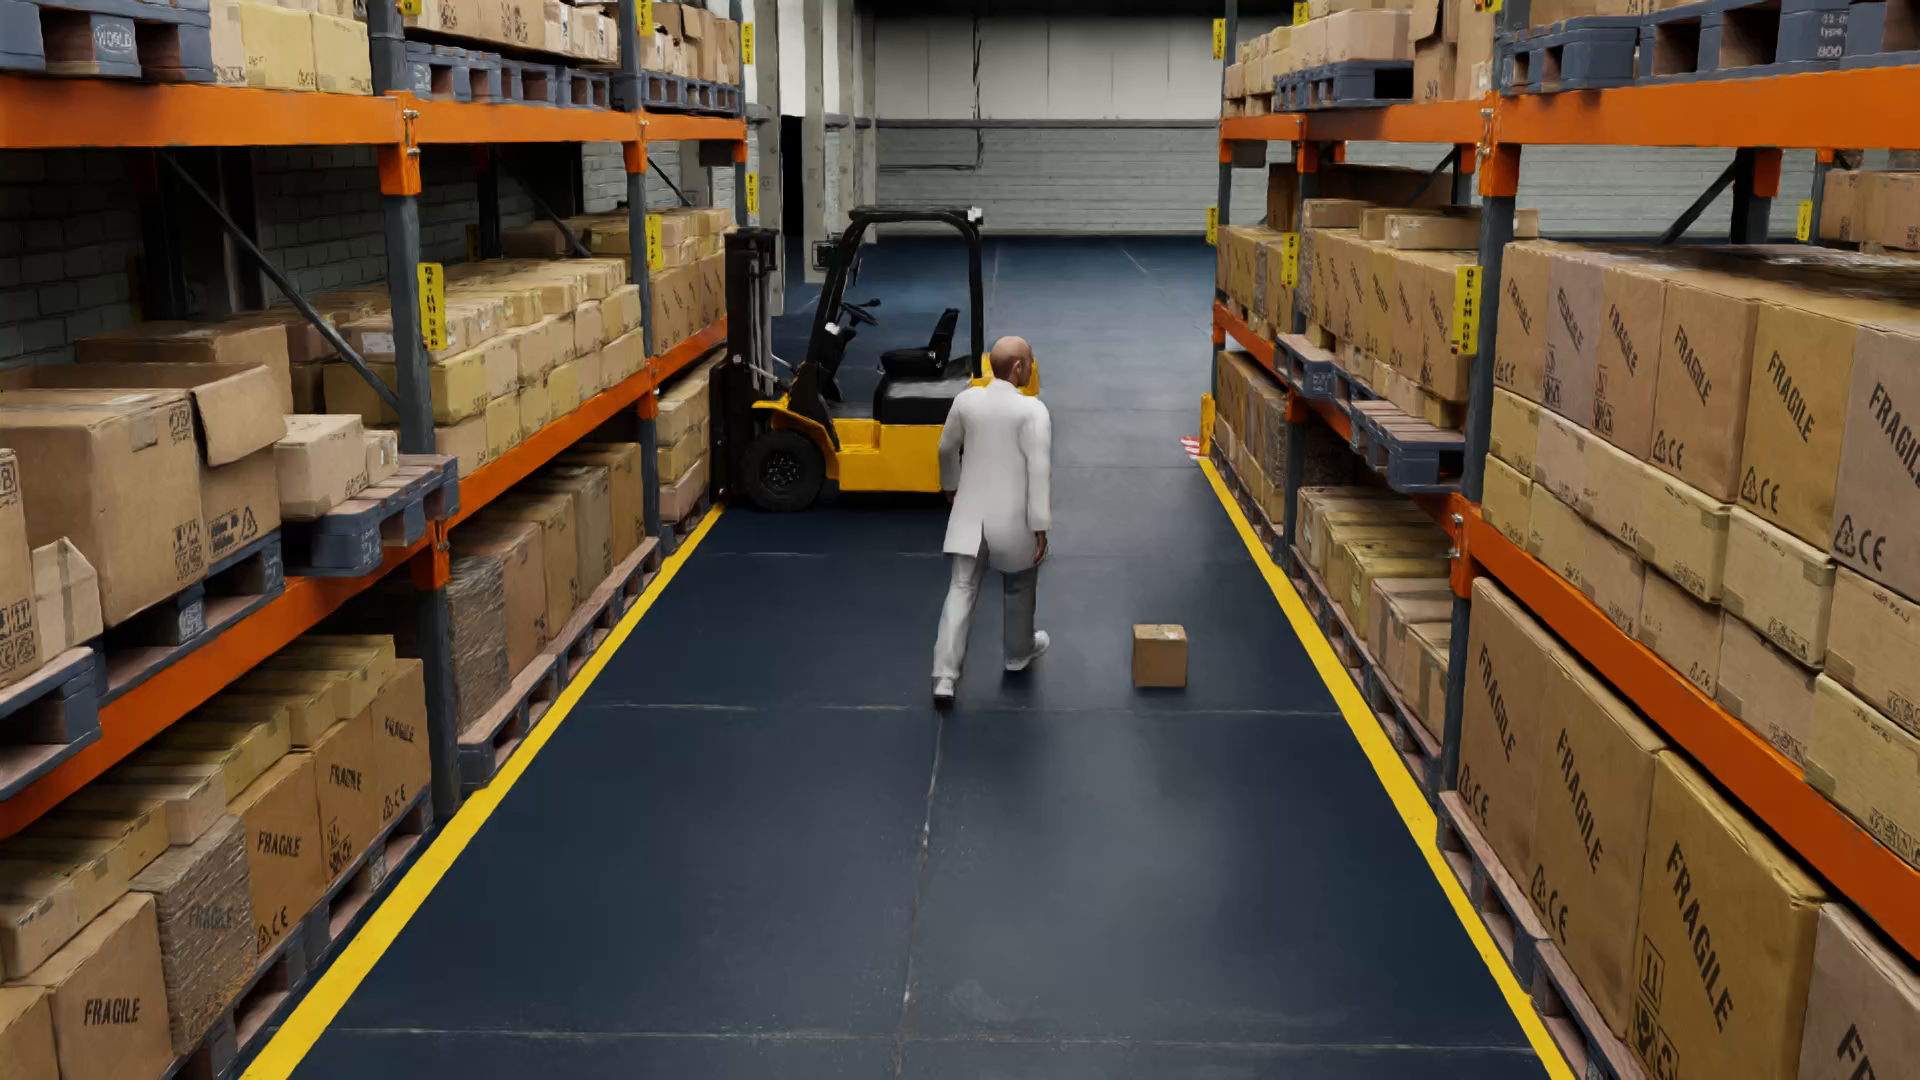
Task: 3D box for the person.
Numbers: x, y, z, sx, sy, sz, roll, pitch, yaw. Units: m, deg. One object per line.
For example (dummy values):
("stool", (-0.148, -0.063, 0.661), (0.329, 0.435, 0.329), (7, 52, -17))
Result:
("person", (0.168, -0.139, 8.136), (0.732, 1.734, 1.086), (6, 15, 24))
